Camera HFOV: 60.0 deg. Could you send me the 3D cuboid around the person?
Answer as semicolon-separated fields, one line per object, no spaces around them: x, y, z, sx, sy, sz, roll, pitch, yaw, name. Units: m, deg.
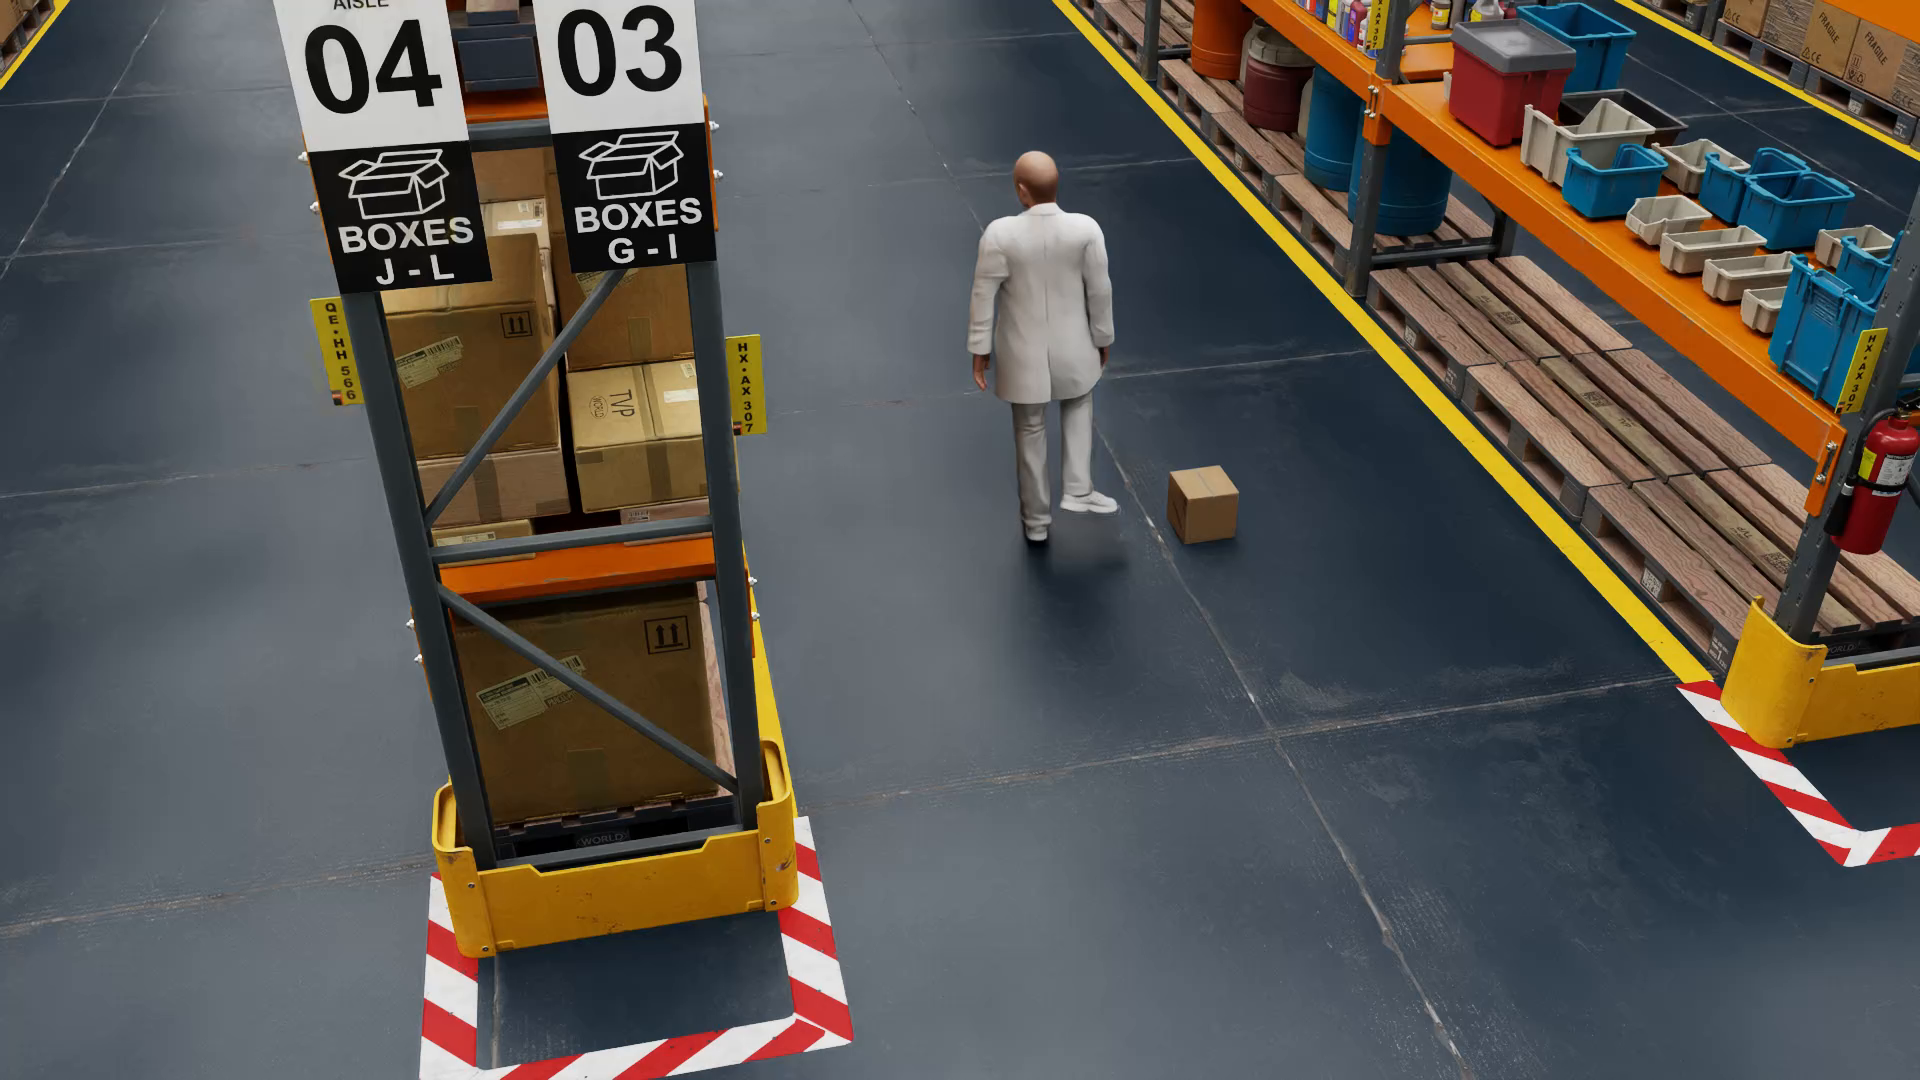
0.382;-0.860;7.401;0.717;1.769;0.525;-2;34;-3;person
